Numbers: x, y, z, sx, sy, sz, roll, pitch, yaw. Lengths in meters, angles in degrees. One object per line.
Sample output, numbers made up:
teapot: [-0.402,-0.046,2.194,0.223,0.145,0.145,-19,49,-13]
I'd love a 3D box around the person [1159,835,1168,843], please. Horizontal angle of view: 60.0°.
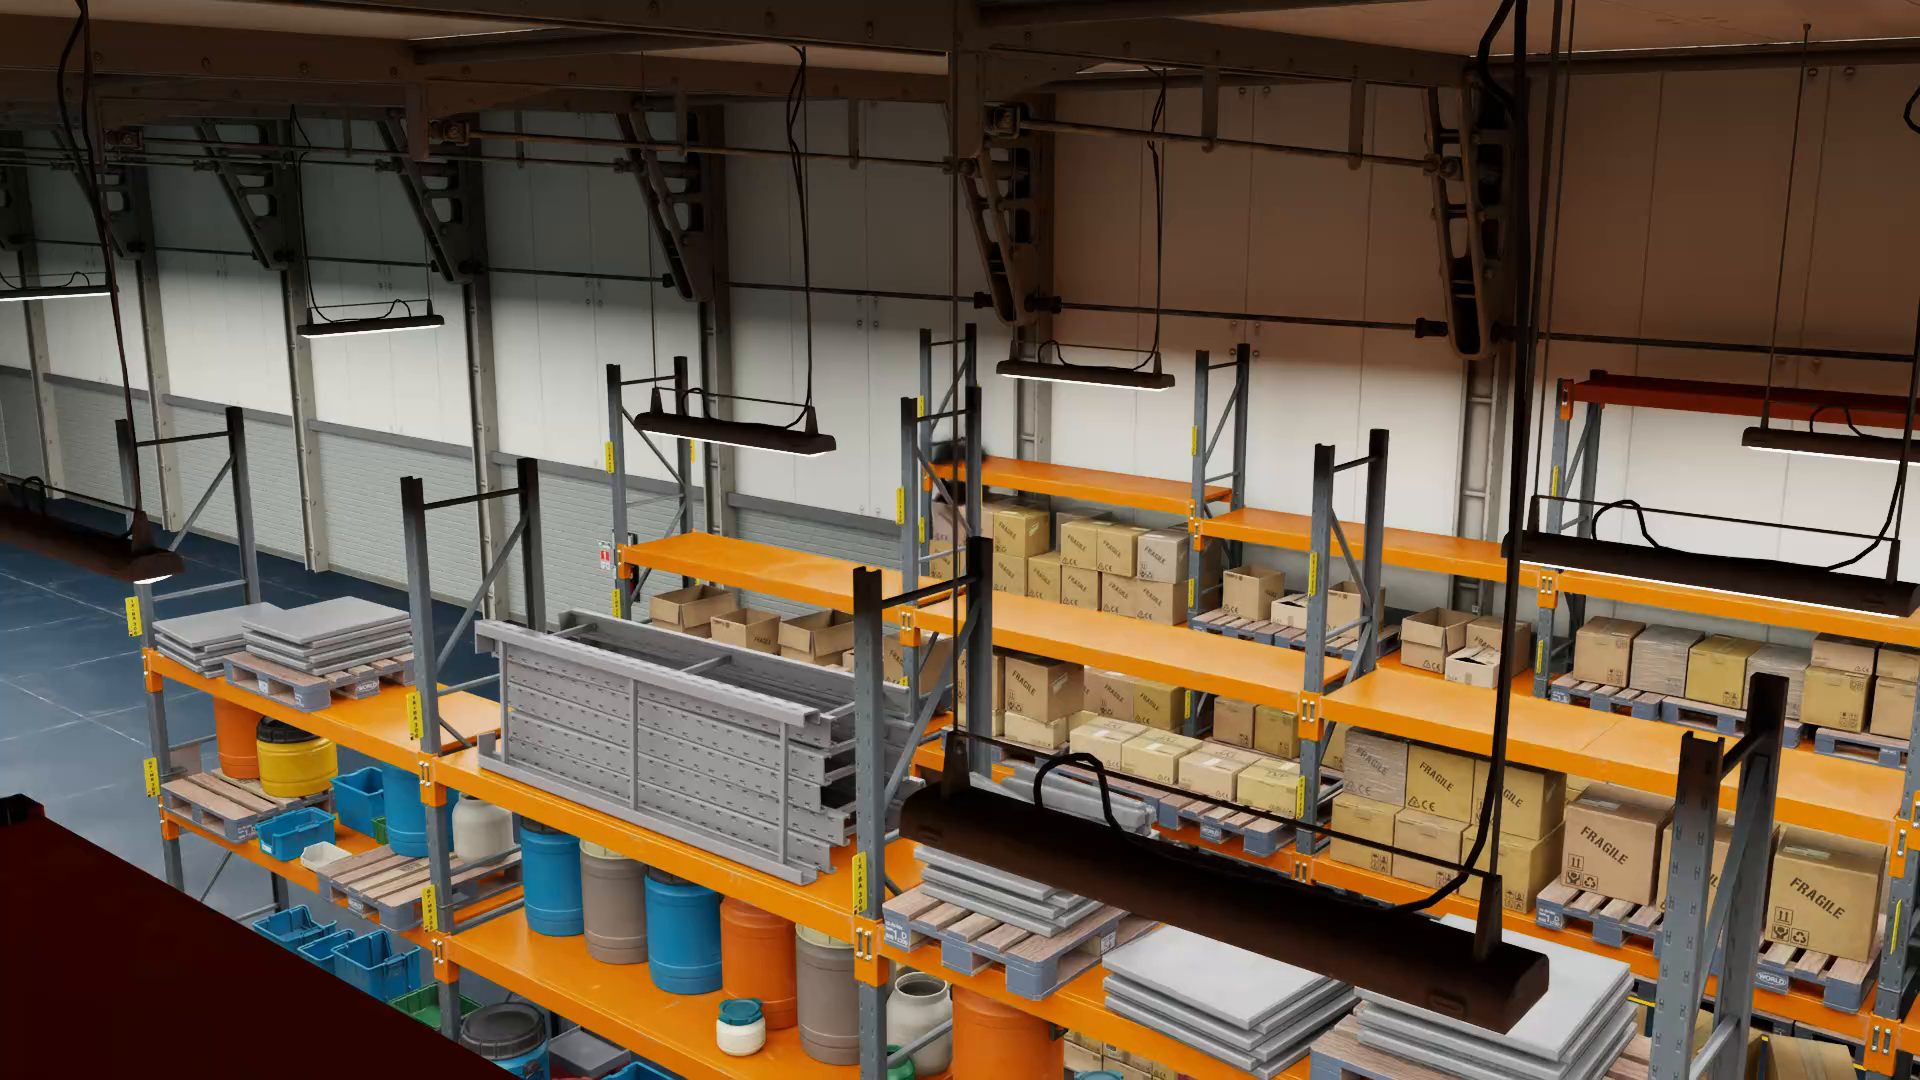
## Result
person: [1.904,3.583,16.655,0.783,1.670,0.632,9,16,35]
